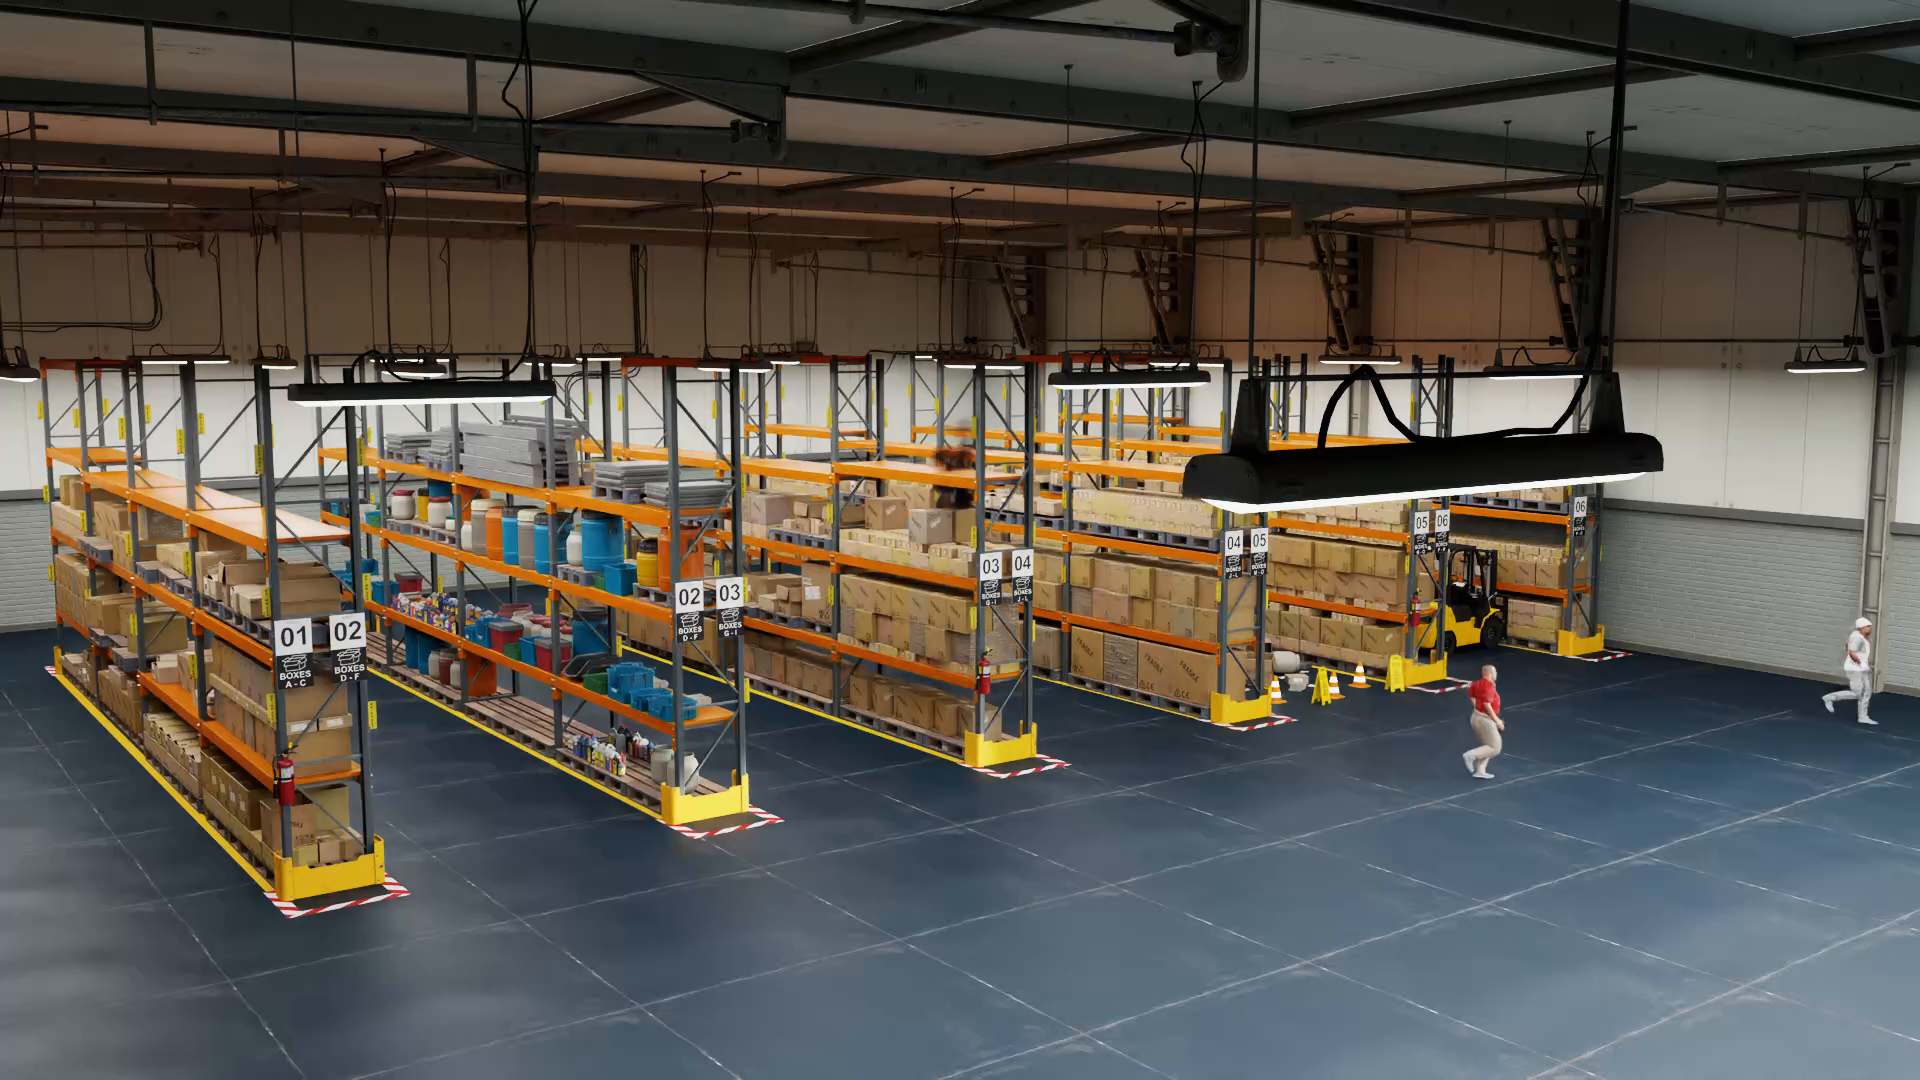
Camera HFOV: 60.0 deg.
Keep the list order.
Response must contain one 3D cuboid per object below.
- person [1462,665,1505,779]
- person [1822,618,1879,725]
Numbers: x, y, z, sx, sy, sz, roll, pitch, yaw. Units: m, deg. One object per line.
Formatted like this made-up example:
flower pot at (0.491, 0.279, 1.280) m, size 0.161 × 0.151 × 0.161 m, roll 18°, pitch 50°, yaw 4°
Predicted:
person at (7.538, 2.633, 24.024) m, size 0.634 × 1.679 × 0.648 m, roll -1°, pitch 7°, yaw -6°
person at (14.844, 2.158, 27.636) m, size 0.858 × 1.763 × 0.706 m, roll 4°, pitch 8°, yaw 30°
